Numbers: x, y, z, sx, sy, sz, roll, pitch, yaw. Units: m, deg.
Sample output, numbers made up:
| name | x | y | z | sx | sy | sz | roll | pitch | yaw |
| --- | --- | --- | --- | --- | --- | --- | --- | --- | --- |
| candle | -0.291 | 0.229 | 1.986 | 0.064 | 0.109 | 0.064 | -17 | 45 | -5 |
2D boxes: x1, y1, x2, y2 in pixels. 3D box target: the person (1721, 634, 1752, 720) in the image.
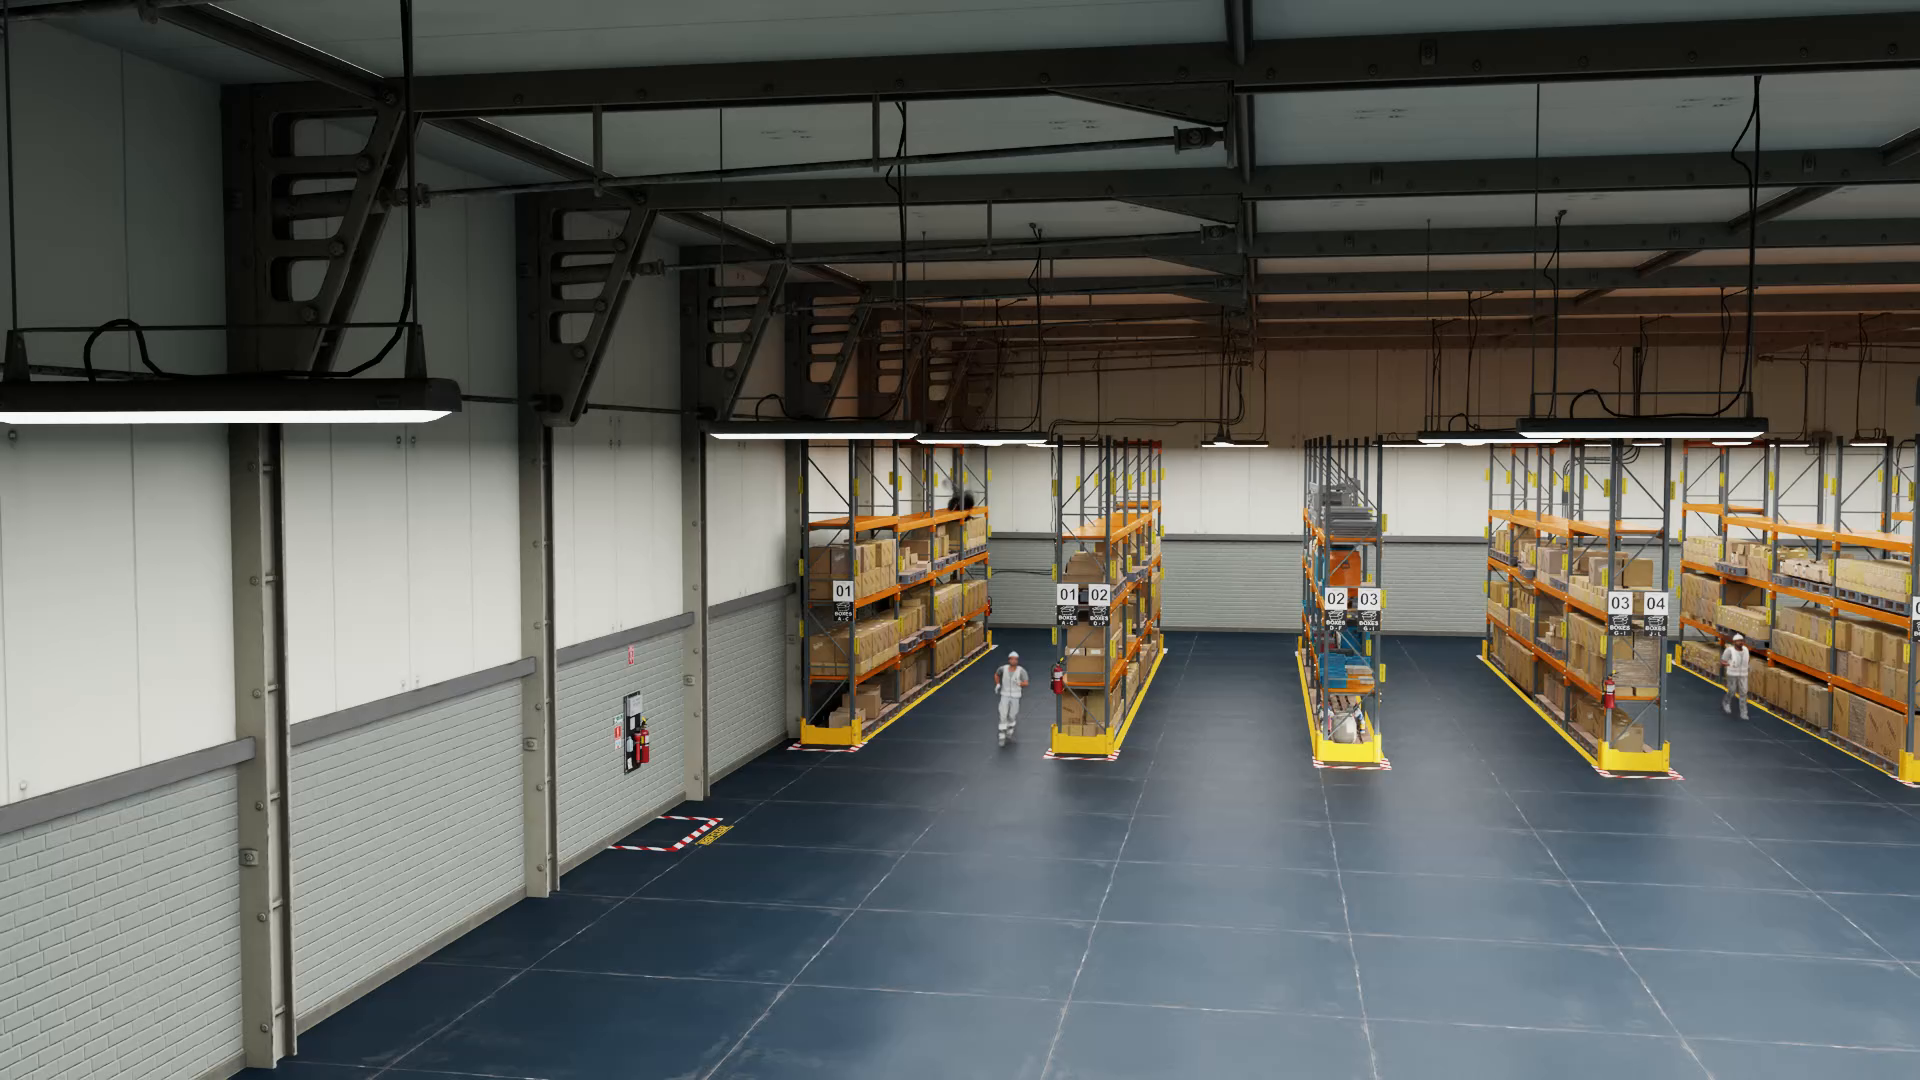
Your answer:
| name | x | y | z | sx | sy | sz | roll | pitch | yaw |
| --- | --- | --- | --- | --- | --- | --- | --- | --- | --- |
| person | 16.535 | 2.885 | 35.371 | 0.688 | 1.765 | 1.013 | 0 | 3 | 2 |

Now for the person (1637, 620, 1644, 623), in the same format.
| name | x | y | z | sx | sy | sz | roll | pitch | yaw |
| --- | --- | --- | --- | --- | --- | --- | --- | --- | --- |
| person | 17.872 | 2.535 | 43.615 | 0.574 | 1.718 | 0.782 | 1 | 3 | 14 |

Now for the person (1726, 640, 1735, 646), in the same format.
| name | x | y | z | sx | sy | sz | roll | pitch | yaw |
| --- | --- | --- | --- | --- | --- | --- | --- | --- | --- |
| person | 20.988 | 2.434 | 45.204 | 0.747 | 1.693 | 0.527 | -2 | 3 | -27 |

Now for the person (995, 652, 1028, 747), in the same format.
| name | x | y | z | sx | sy | sz | roll | pitch | yaw |
| --- | --- | --- | --- | --- | --- | --- | --- | --- | --- |
| person | 0.998 | 3.047 | 32.222 | 0.657 | 1.773 | 0.988 | 0 | 3 | 2 |
